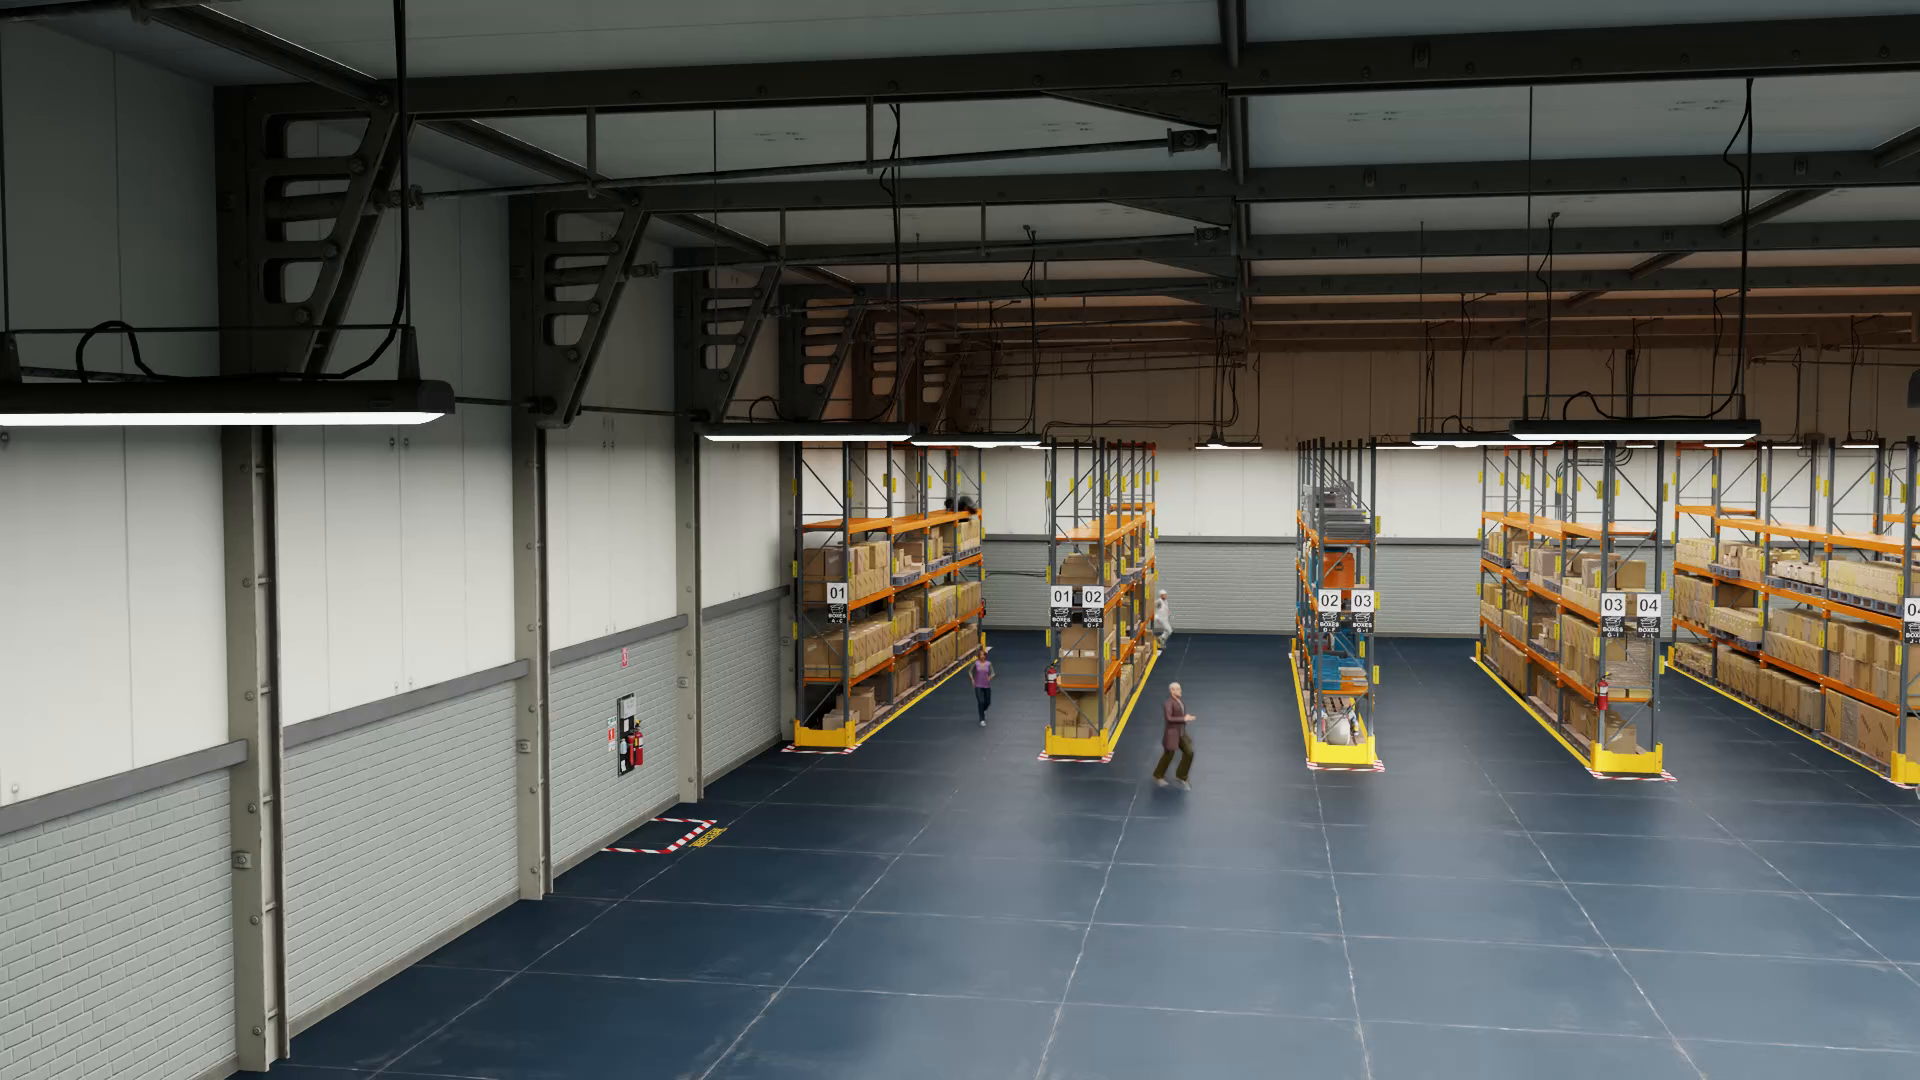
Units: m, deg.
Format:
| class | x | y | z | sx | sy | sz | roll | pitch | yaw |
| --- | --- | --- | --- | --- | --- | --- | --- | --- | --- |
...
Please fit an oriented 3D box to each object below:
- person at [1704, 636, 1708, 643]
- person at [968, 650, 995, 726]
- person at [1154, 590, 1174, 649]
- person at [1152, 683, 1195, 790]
| class | x | y | z | sx | sy | sz | roll | pitch | yaw |
| --- | --- | --- | --- | --- | --- | --- | --- | --- | --- |
| person | 20.611 | 2.469 | 45.472 | 0.739 | 1.695 | 0.547 | -2 | 4 | -36 |
| person | 0.459 | 3.100 | 34.938 | 0.547 | 1.540 | 0.755 | 0 | 3 | -6 |
| person | 5.893 | 2.307 | 48.173 | 0.583 | 1.738 | 0.723 | 2 | 3 | 29 |
| person | 3.637 | 3.345 | 28.229 | 0.839 | 1.855 | 0.709 | 2 | 4 | 39 |
